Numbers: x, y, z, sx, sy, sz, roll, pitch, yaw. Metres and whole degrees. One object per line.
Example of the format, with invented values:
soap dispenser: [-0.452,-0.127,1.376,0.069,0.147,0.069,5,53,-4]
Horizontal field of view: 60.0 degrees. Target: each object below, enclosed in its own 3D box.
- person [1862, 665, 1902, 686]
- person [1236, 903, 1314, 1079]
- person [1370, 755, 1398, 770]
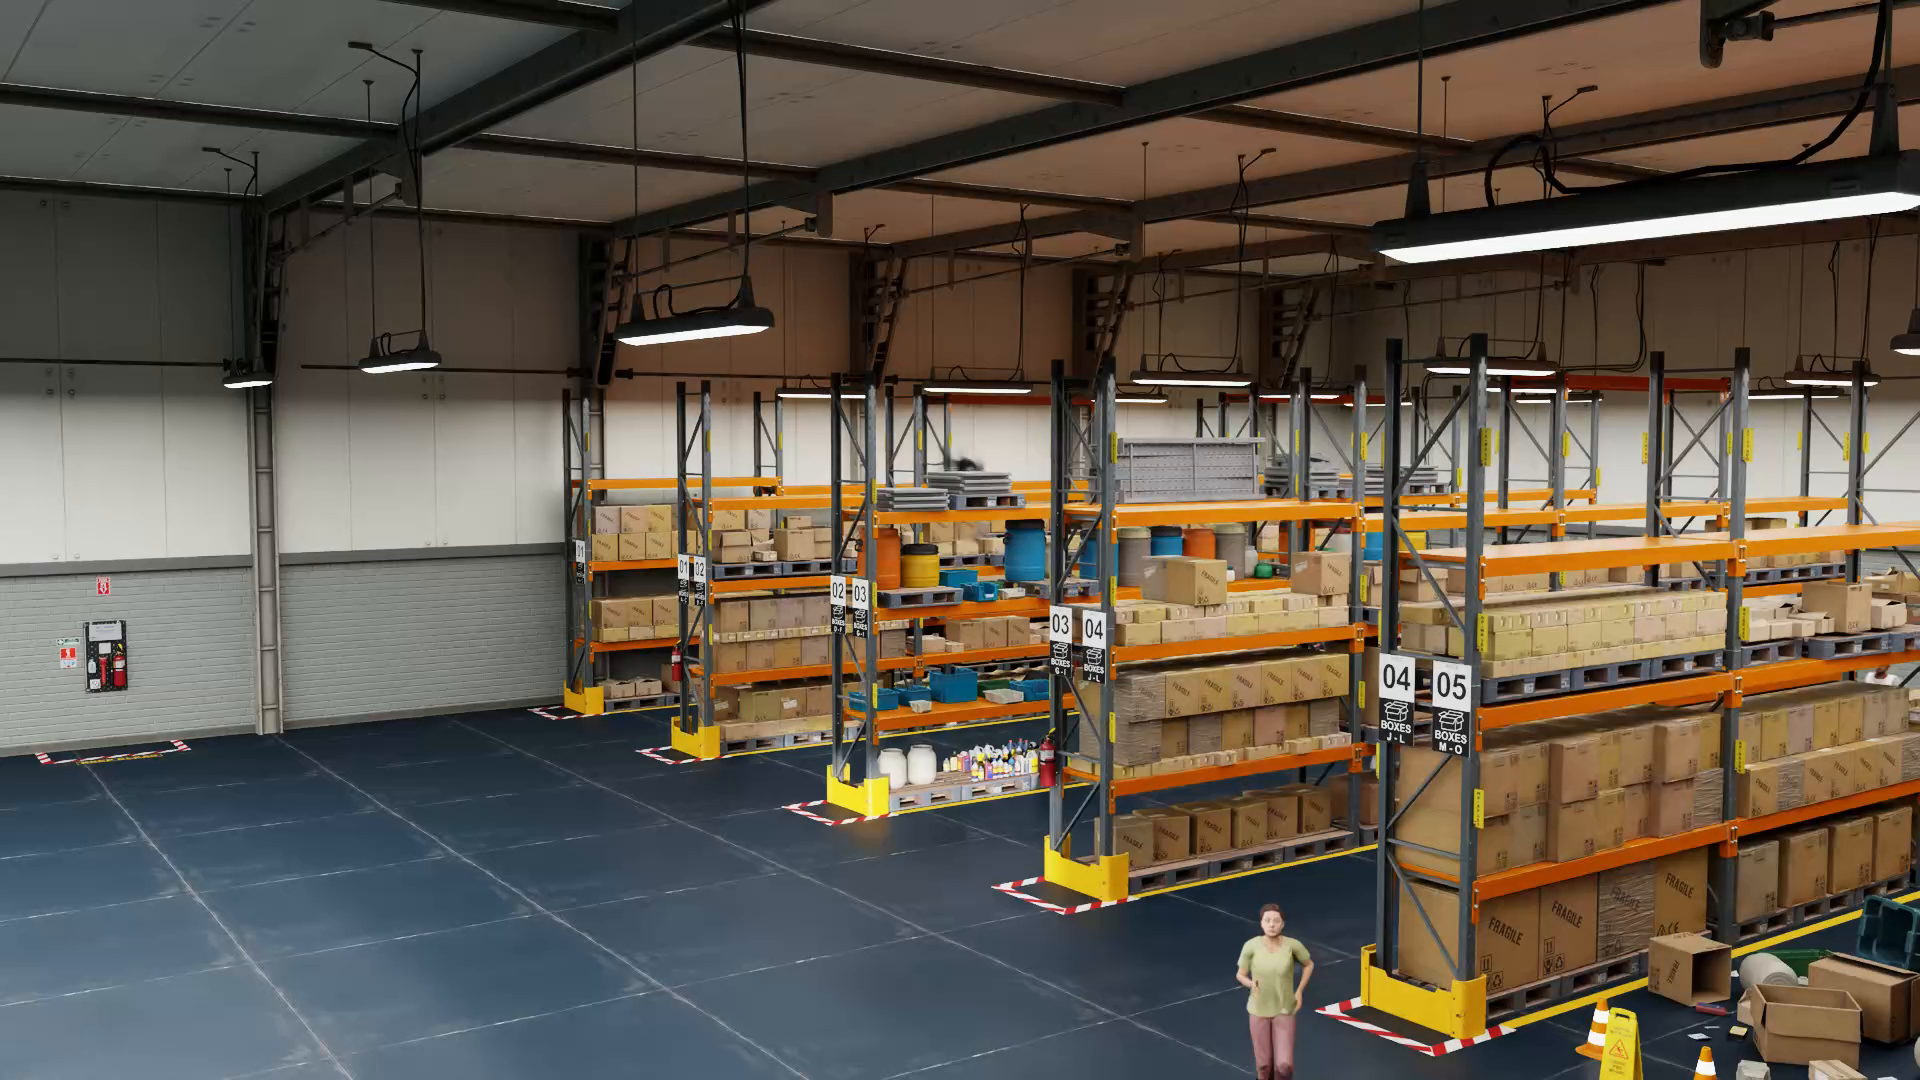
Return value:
person: [13.977,2.652,25.327,0.662,1.790,0.712,3,5,43]
person: [2.330,3.540,12.366,0.562,1.660,0.600,1,4,14]
person: [6.093,2.704,24.091,0.998,1.764,0.668,-3,4,-35]
